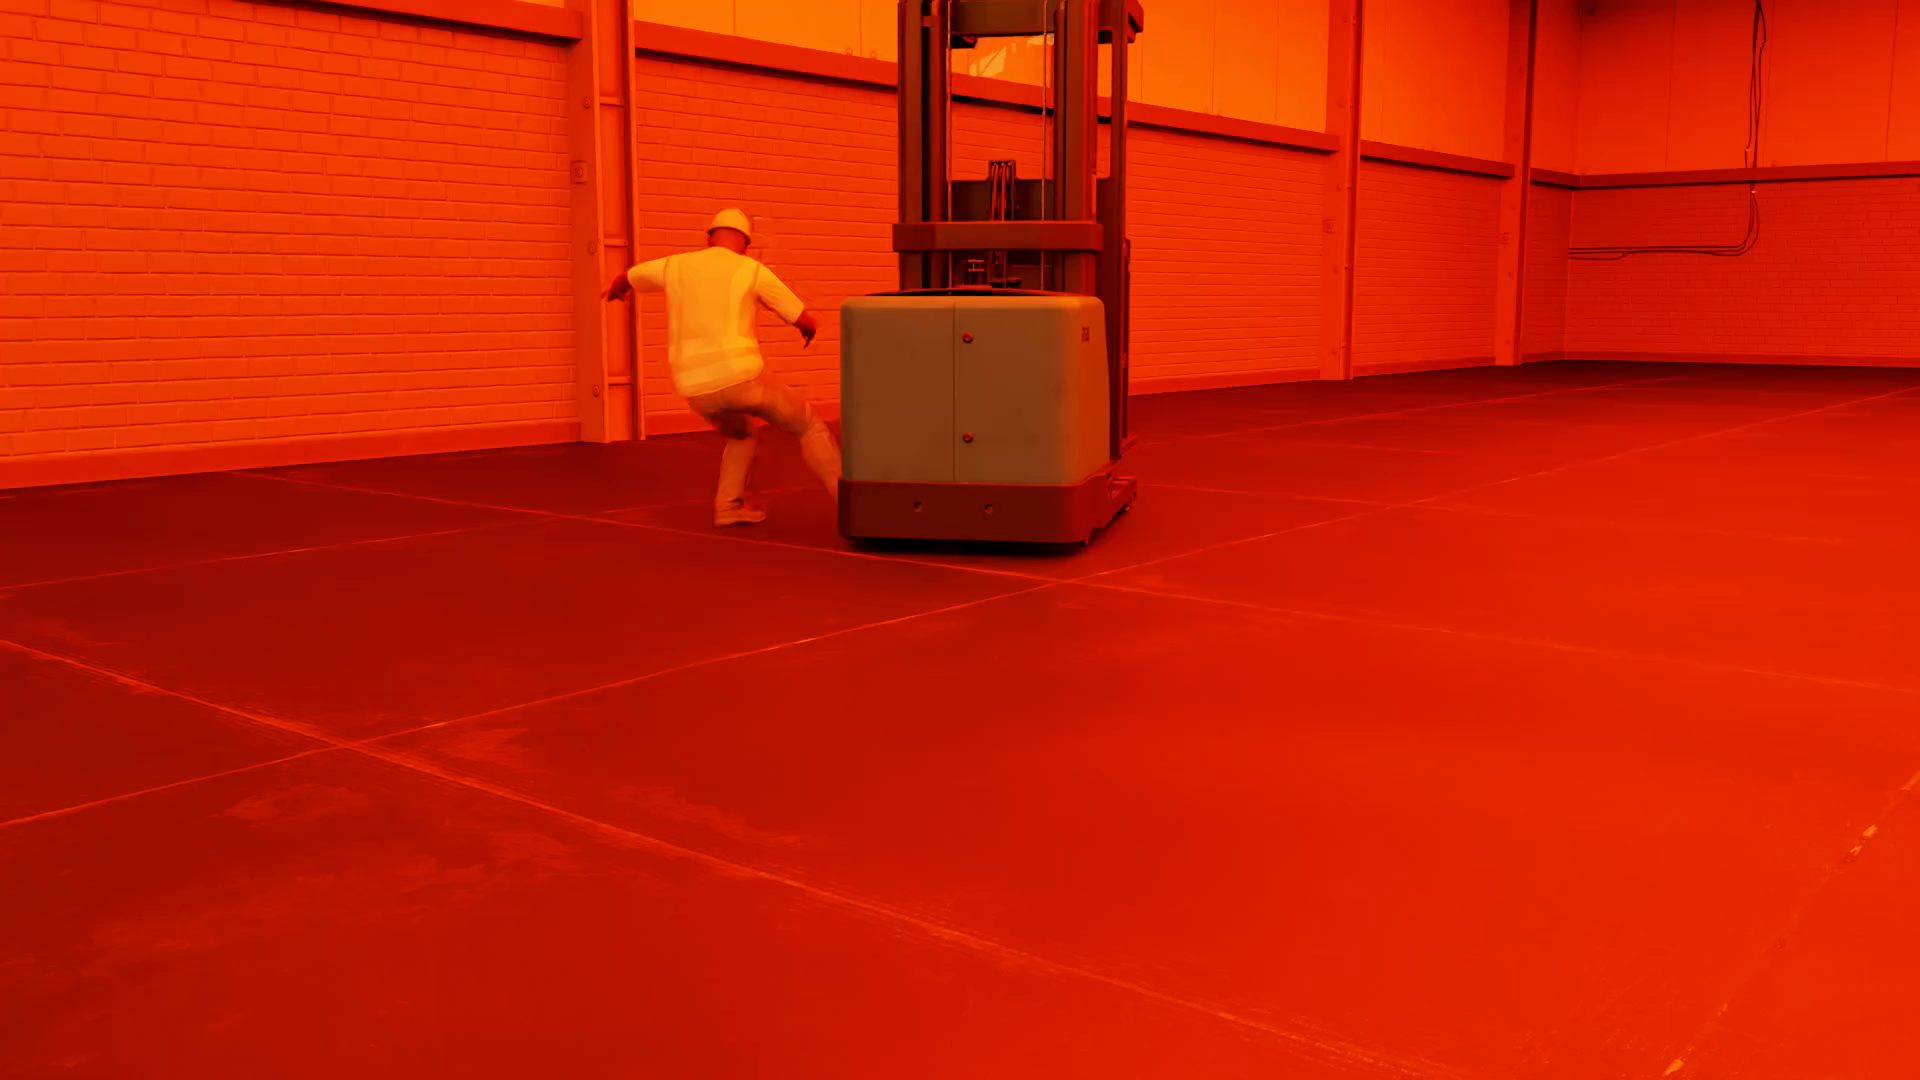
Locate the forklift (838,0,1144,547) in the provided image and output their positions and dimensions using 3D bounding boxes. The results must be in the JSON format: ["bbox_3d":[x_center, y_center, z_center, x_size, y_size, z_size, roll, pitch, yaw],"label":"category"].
[{"bbox_3d":[0.298,-1.593,8.166,1.130,2.935,3.031,2,9,12],"label":"forklift"}]

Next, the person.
[{"bbox_3d":[-1.025,-0.801,7.750,1.574,1.475,0.798,2,8,10],"label":"person"}]
